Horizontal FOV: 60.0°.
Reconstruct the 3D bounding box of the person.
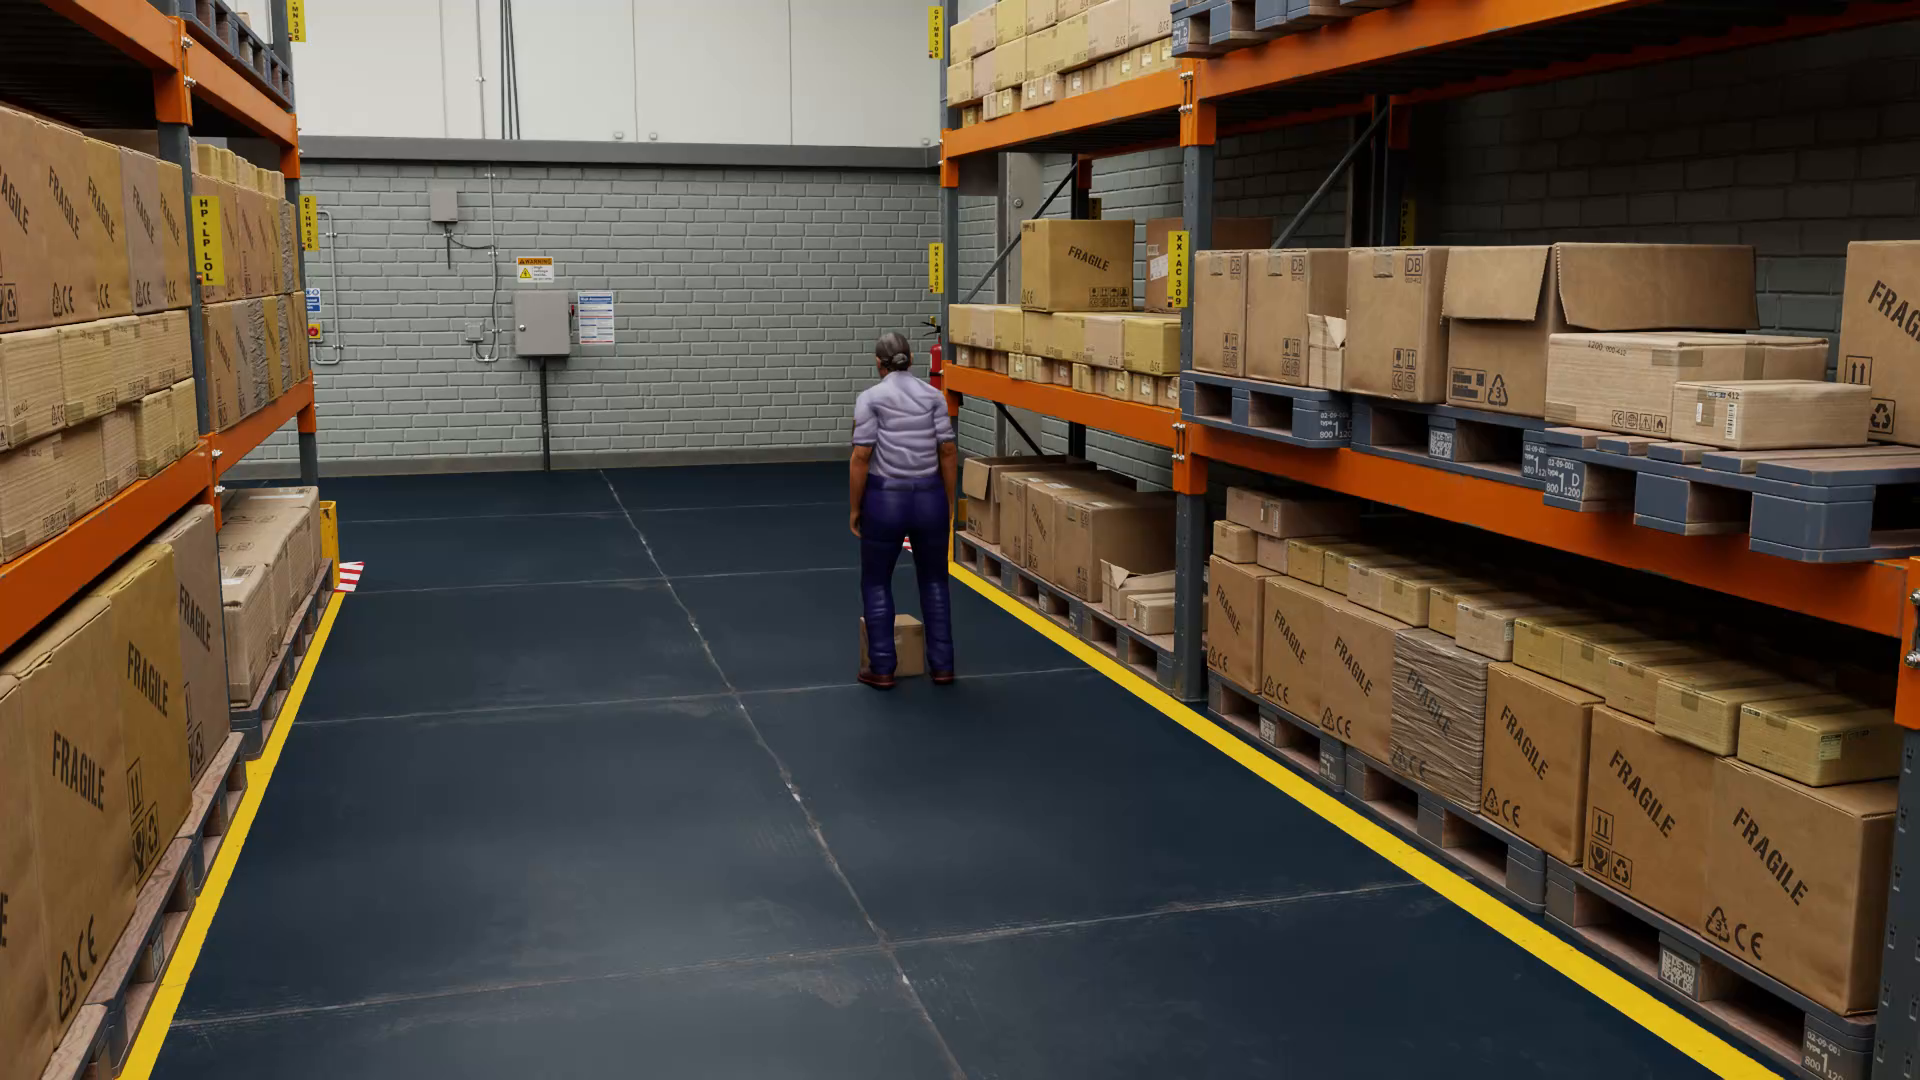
[{"bbox_3d":[-0.256,-0.131,7.745,0.547,1.636,0.366,-3,10,-18],"label":"person"}]
